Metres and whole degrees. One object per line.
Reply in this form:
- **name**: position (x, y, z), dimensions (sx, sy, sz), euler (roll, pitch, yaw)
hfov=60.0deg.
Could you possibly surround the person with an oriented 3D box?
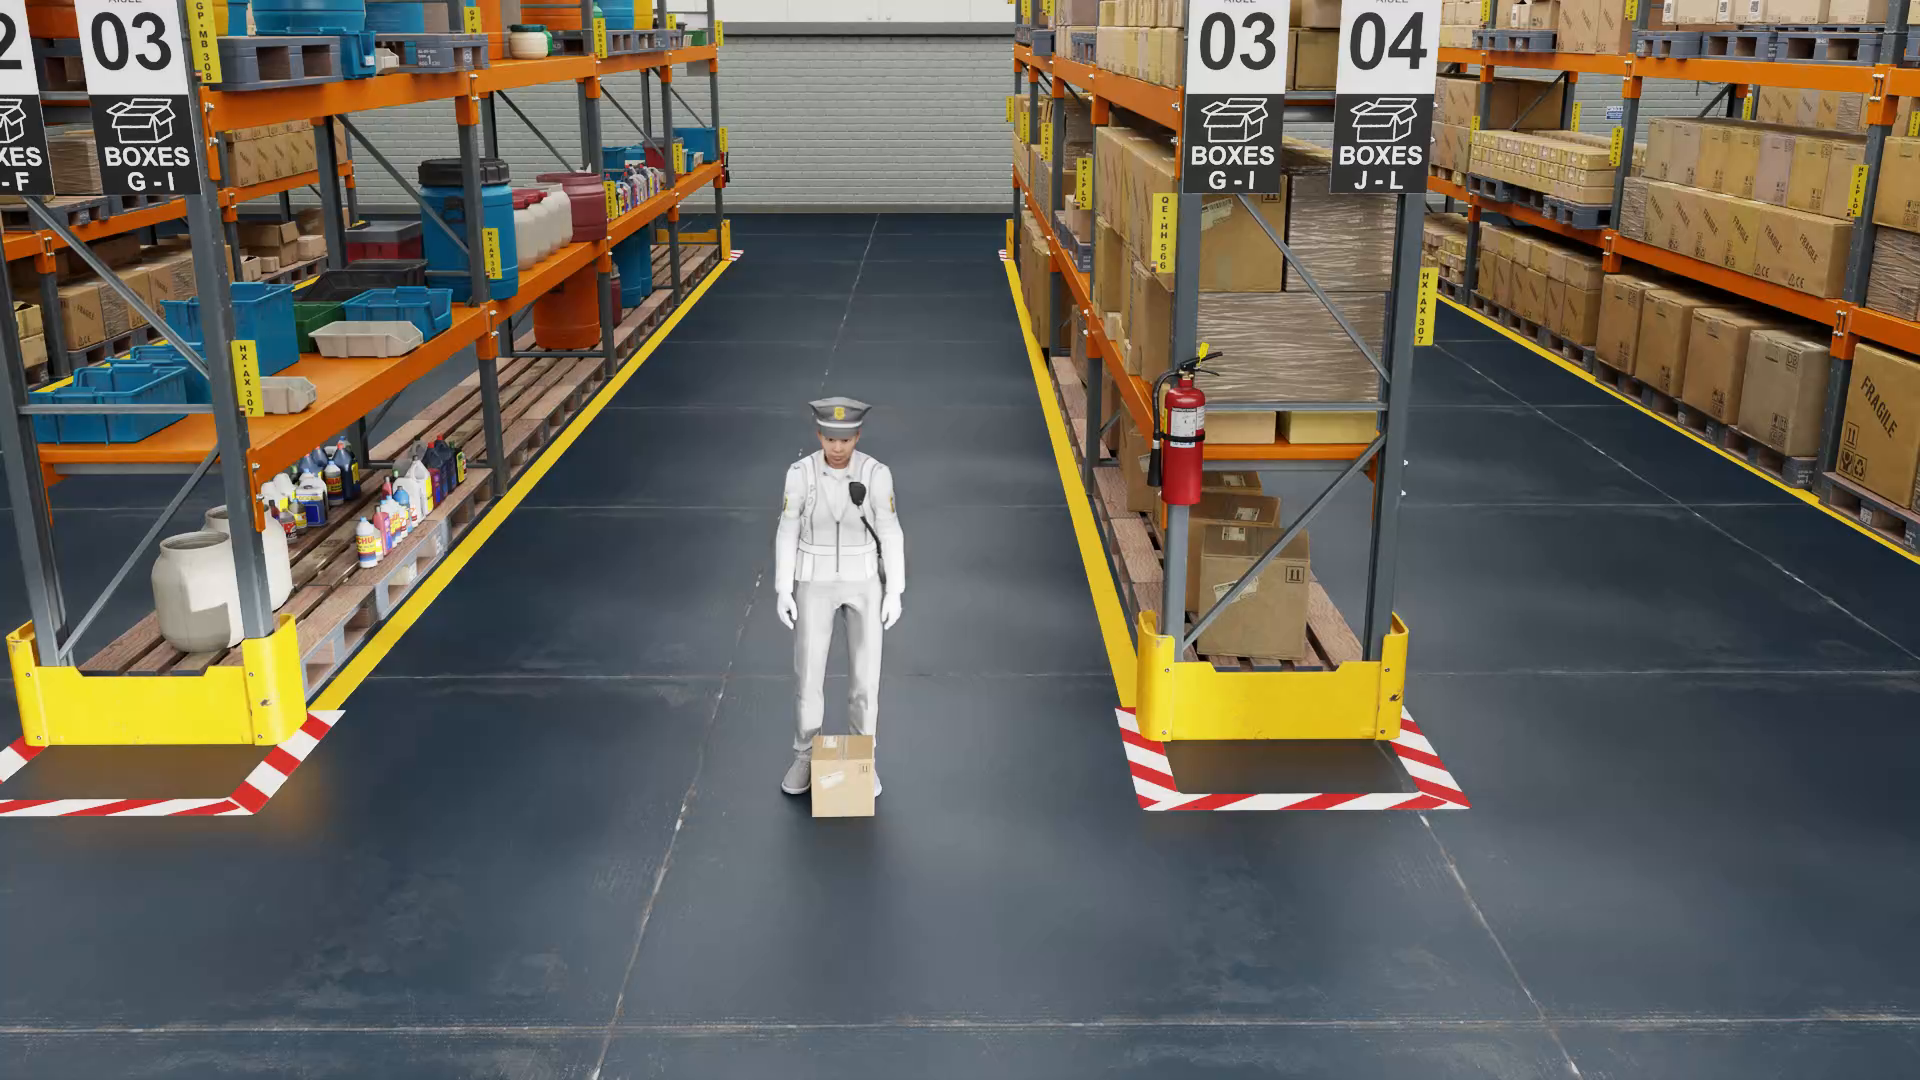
- **person**: position (-0.492, 0.224, 6.816), dimensions (0.528, 1.664, 0.403), euler (0, 17, -1)
